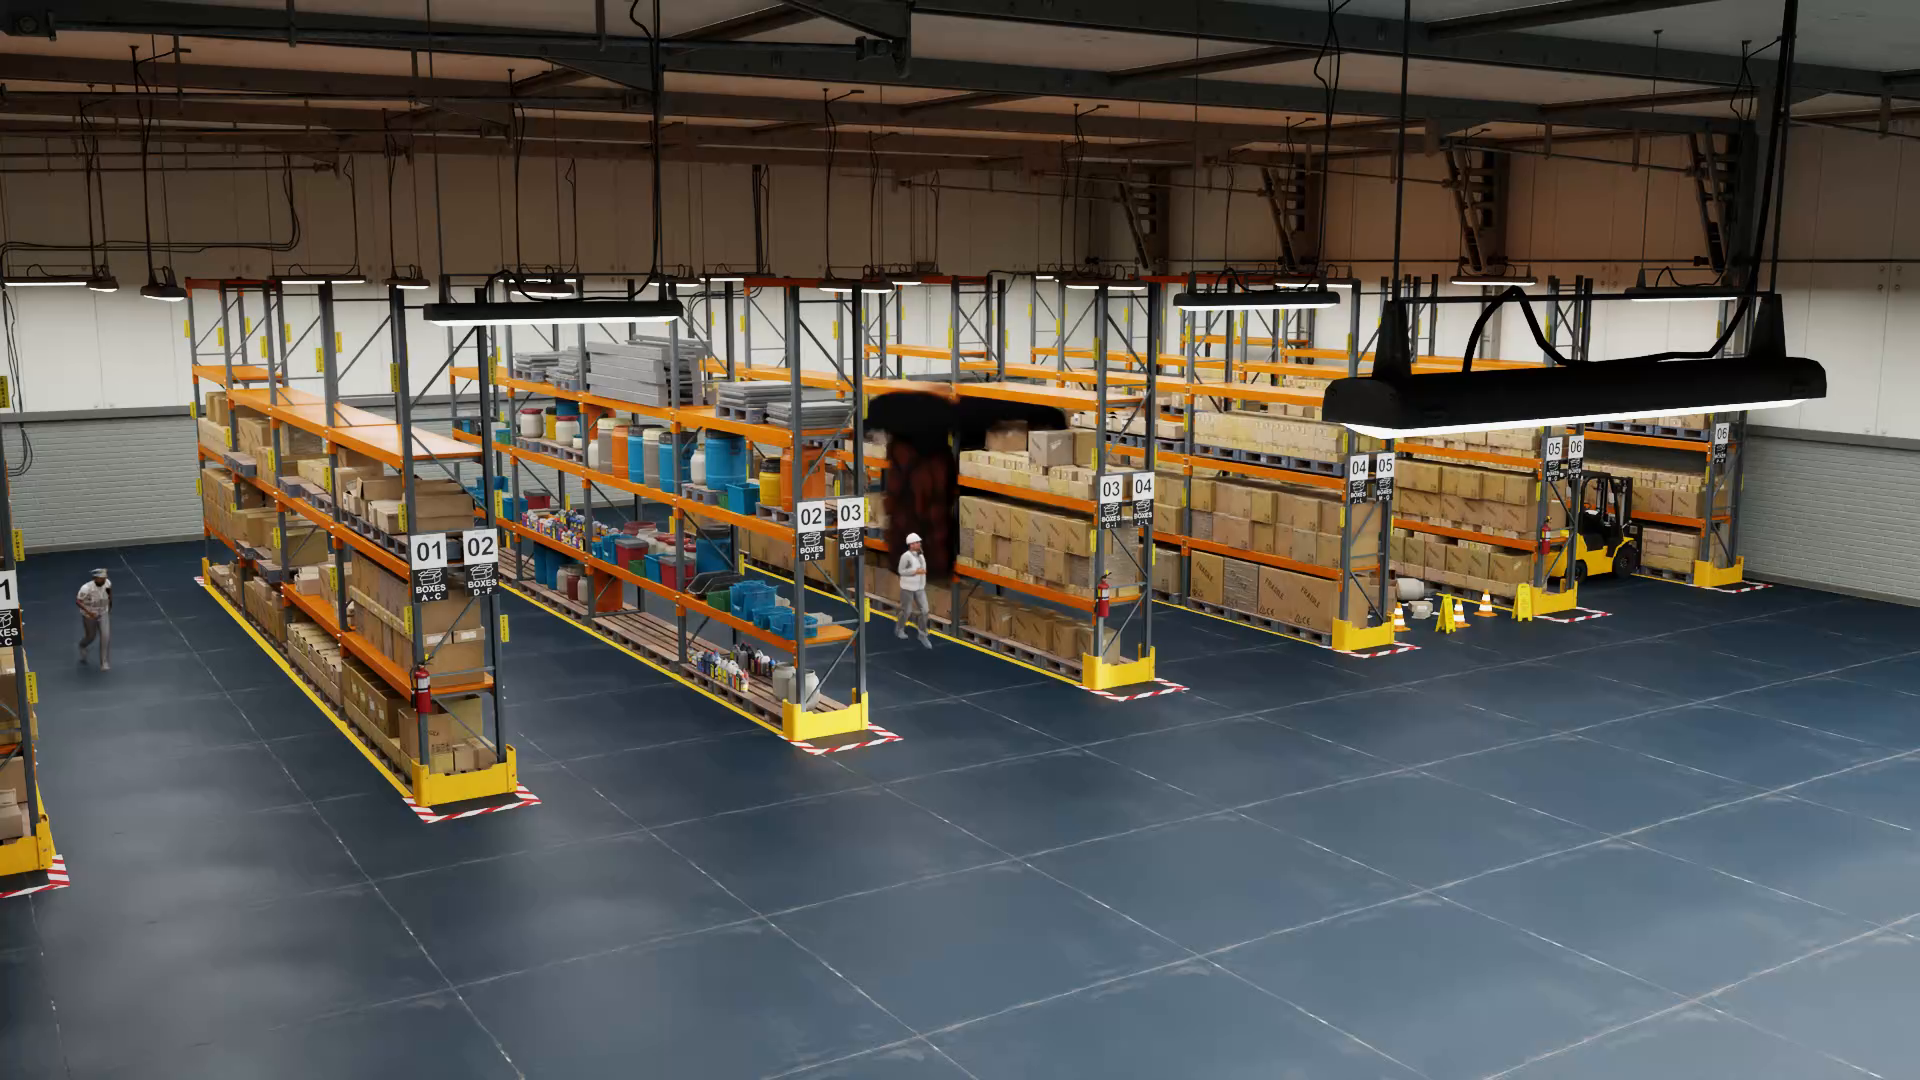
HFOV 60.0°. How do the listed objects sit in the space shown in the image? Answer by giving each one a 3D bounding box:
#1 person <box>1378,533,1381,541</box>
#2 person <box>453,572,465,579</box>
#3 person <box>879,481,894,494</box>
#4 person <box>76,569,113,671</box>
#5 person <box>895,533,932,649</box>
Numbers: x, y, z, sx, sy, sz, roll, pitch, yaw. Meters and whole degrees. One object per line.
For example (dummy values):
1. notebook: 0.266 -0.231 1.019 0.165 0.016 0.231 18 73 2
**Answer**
1. person: 9.223 -0.470 36.116 0.965 1.578 0.680 7 12 36
2. person: -9.048 0.532 29.741 0.651 1.767 0.735 -8 12 -40
3. person: -1.767 -1.544 42.154 0.730 1.709 0.650 -4 10 -21
4. person: -13.645 1.206 26.175 0.964 1.630 0.599 7 12 35
5. person: -0.779 0.801 26.484 0.620 1.841 0.779 -9 13 -44
